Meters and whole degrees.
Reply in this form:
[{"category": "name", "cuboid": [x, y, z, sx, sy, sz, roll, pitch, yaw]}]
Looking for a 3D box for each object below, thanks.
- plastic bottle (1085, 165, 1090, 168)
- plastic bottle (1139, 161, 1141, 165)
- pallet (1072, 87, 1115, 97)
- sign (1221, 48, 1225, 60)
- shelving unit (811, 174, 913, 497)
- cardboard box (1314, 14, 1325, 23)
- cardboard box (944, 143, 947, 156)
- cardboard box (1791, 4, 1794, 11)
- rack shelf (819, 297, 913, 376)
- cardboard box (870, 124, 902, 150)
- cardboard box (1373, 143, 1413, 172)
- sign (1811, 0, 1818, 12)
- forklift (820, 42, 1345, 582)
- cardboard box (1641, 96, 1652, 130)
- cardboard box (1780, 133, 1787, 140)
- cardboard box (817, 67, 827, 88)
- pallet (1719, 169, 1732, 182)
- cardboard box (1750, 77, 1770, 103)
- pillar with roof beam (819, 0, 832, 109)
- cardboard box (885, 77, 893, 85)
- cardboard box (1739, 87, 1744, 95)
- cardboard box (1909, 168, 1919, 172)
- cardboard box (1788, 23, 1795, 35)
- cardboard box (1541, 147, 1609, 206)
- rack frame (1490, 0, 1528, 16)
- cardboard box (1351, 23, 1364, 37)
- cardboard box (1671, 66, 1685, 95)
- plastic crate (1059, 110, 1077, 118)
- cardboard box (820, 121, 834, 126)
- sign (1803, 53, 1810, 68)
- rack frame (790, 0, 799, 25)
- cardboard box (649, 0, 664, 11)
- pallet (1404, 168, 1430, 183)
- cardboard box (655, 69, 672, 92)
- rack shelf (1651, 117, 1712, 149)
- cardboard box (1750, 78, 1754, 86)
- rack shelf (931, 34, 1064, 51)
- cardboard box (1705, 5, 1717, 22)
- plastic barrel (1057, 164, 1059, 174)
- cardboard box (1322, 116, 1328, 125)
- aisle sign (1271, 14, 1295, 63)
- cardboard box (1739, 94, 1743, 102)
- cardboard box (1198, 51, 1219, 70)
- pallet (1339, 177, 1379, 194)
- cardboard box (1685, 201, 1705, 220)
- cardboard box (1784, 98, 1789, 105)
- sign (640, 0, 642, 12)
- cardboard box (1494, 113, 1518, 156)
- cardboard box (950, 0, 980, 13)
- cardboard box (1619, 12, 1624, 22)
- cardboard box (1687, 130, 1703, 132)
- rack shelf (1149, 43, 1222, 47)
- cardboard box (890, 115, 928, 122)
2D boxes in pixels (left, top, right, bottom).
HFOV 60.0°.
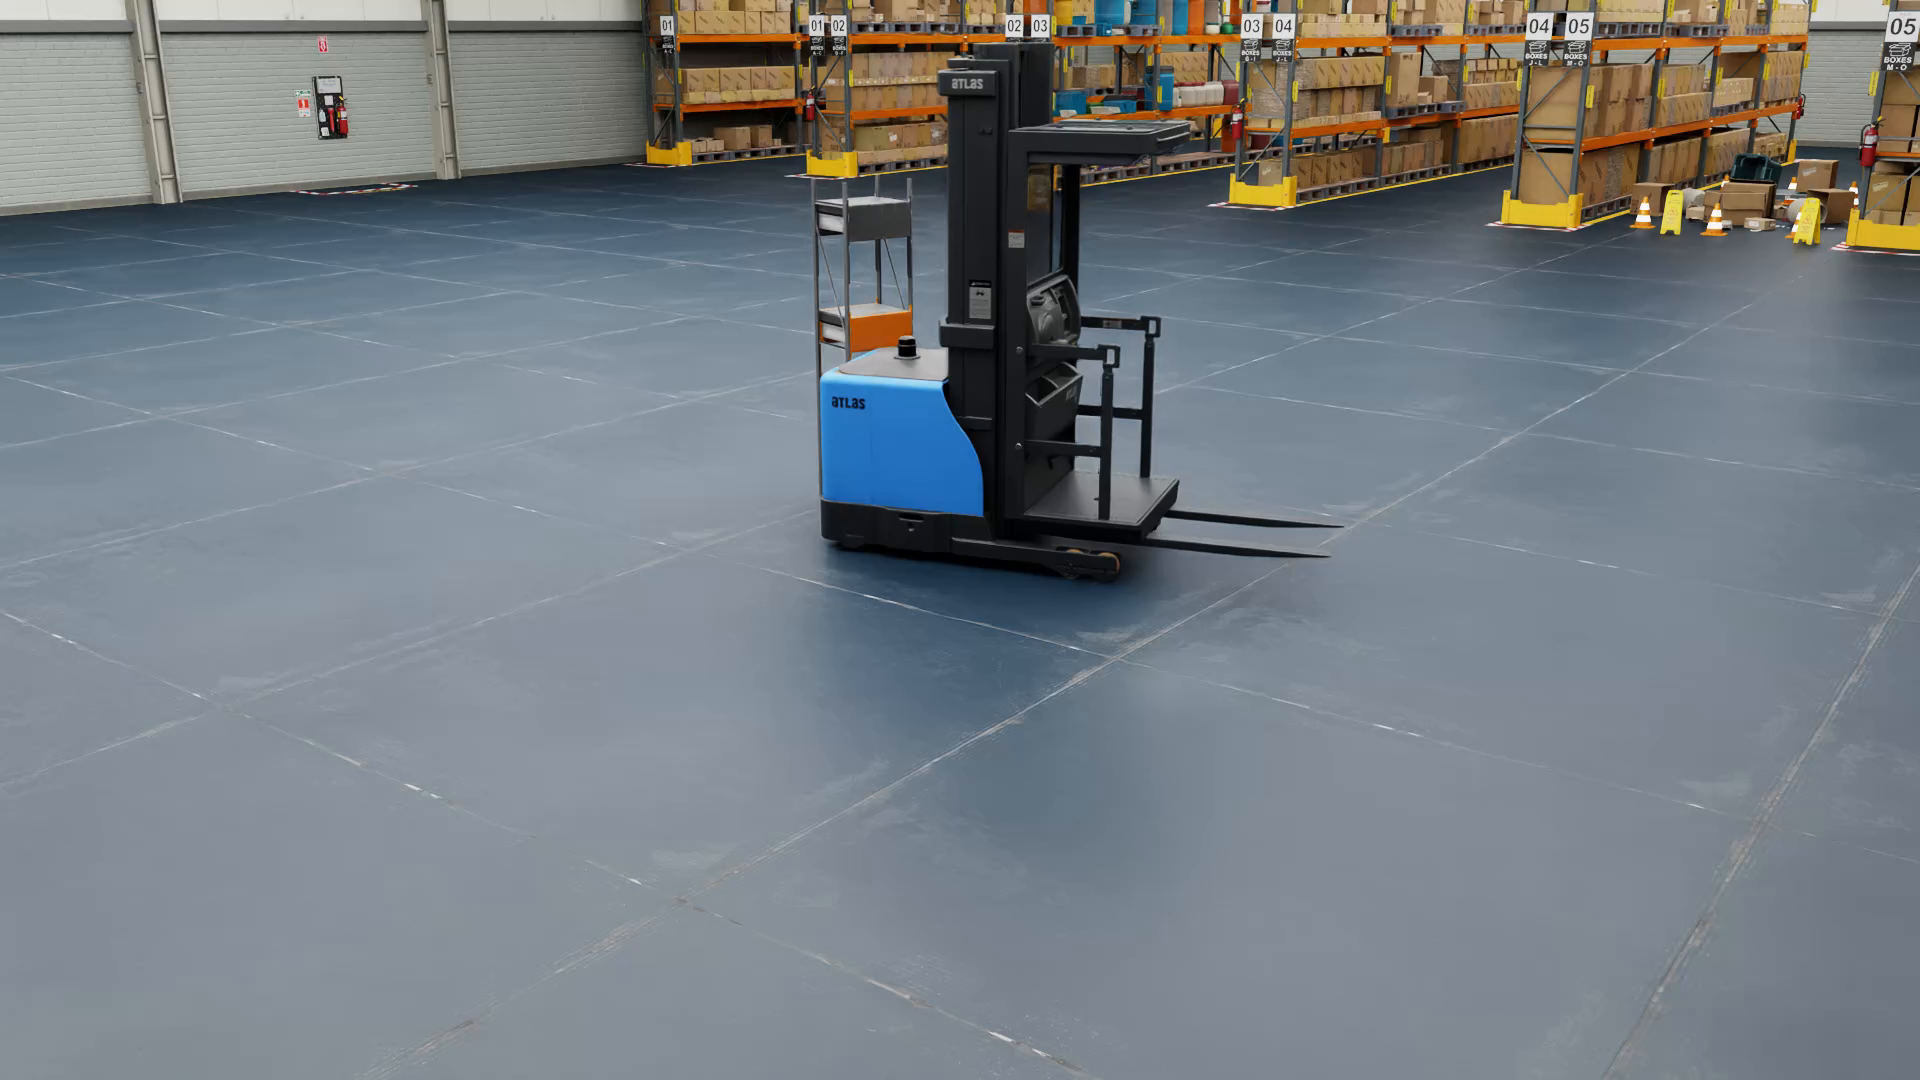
[{"category": "plastic bottle", "cuboid": [2.643, -7.796, 34.140, 0.152, 0.276, 0.135, 12, 21, 35]}, {"category": "plastic bottle", "cuboid": [3.723, -7.904, 34.615, 0.097, 0.201, 0.097, 0, 17, 0]}, {"category": "pallet", "cuboid": [3.252, -11.373, 42.132, 1.003, 0.211, 1.213, 12, 21, 35]}, {"category": "sign", "cuboid": [7.297, -13.507, 46.196, 0.100, 0.325, 0.005, 12, 21, 35]}, {"category": "shelving unit", "cuboid": [-0.625, -1.291, 10.860, 0.503, 2.100, 0.431, -12, 21, -35]}, {"category": "cardboard box", "cuboid": [6.137, -9.099, 29.008, 0.380, 0.149, 0.250, 13, 22, 37]}, {"category": "cardboard box", "cuboid": [-0.387, -8.786, 37.407, 0.500, 0.250, 0.500, 12, 21, 35]}, {"category": "cardboard box", "cuboid": [17.844, -11.550, 36.060, 0.380, 0.149, 0.250, 12, 21, 33]}, {"category": "rack shelf", "cuboid": [-0.625, -1.278, 10.864, 0.480, 0.518, 0.431, -12, 21, -35]}, {"category": "cardboard box", "cuboid": [-1.588, -8.670, 35.768, 0.500, 0.500, 0.500, 12, 21, 35]}, {"category": "cardboard box", "cuboid": [8.683, -7.699, 33.451, 0.700, 0.500, 0.500, 10, 20, 30]}, {"category": "sign", "cuboid": [19.174, -12.007, 37.298, 0.100, 0.325, 0.005, 12, 21, 35]}, {"category": "forklift", "cuboid": [0.730, -1.338, 9.611, 3.031, 2.935, 1.130, 6, 18, 19]}, {"category": "cardboard box", "cuboid": [11.380, -7.378, 28.690, 0.875, 0.550, 0.550, 12, 21, 35]}, {"category": "cardboard box", "cuboid": [18.628, -9.206, 37.928, 0.380, 0.149, 0.250, 13, 21, 35]}, {"category": "cardboard box", "cuboid": [-3.598, -11.427, 41.073, 0.700, 0.500, 0.500, 15, 23, 40]}, {"category": "pallet", "cuboid": [15.168, -7.492, 34.014, 1.003, 0.211, 1.213, 12, 21, 35]}, {"category": "cardboard box", "cuboid": [16.854, -9.565, 35.315, 0.500, 0.500, 0.500, 12, 21, 34]}, {"category": "pillar with roof beam", "cuboid": [0.104, -13.823, 39.581, 9.100, 9.000, 0.400, 12, 21, 35]}, {"category": "cardboard box", "cuboid": [-1.649, -9.754, 35.334, 0.380, 0.149, 0.250, 12, 21, 33]}, {"category": "cardboard box", "cuboid": [15.813, -9.207, 34.048, 0.380, 0.149, 0.250, 12, 21, 33]}, {"category": "cardboard box", "cuboid": [14.125, -5.319, 24.977, 0.500, 0.500, 0.500, 12, 21, 33]}, {"category": "cardboard box", "cuboid": [17.776, -11.091, 36.097, 0.500, 0.250, 0.500, 14, 22, 37]}, {"category": "cardboard box", "cuboid": [10.081, -6.012, 27.421, 0.875, 0.875, 0.875, 12, 21, 34]}, {"category": "rack frame", "cuboid": [12.434, -13.067, 37.148, 1.000, 3.000, 0.127, 12, 21, 35]}, {"category": "cardboard box", "cuboid": [6.986, -9.258, 30.193, 0.500, 0.250, 0.500, 12, 21, 34]}, {"category": "cardboard box", "cuboid": [12.790, -8.404, 30.393, 0.700, 0.500, 0.500, 12, 21, 34]}, {"category": "plastic crate", "cuboid": [2.098, -8.249, 32.195, 0.298, 0.136, 0.250, 12, 21, 35]}, {"category": "cardboard box", "cuboid": [-3.574, -10.249, 41.662, 0.700, 0.500, 0.500, 12, 21, 34]}, {"category": "sign", "cuboid": [19.174, -10.855, 37.656, 0.100, 0.325, 0.005, 12, 21, 35]}, {"category": "rack frame", "cuboid": [-4.267, -13.787, 39.468, 1.000, 3.000, 0.127, 12, 21, 35]}, {"category": "cardboard box", "cuboid": [-6.603, -12.086, 37.158, 0.500, 0.500, 0.500, 14, 22, 37]}, {"category": "pallet", "cuboid": [8.856, -7.442, 33.853, 1.003, 0.211, 1.213, 12, 21, 35]}, {"category": "cardboard box", "cuboid": [-6.540, -10.415, 37.680, 0.500, 0.500, 0.500, 12, 21, 34]}, {"category": "rack shelf", "cuboid": [12.782, -7.529, 30.643, 1.077, 0.370, 4.000, 12, 21, 35]}, {"category": "cardboard box", "cuboid": [16.275, -9.536, 34.606, 0.380, 0.149, 0.250, 14, 22, 37]}, {"category": "rack shelf", "cuboid": [0.905, -11.613, 38.738, 1.077, 0.370, 4.000, 12, 21, 35]}, {"category": "cardboard box", "cuboid": [13.592, -9.685, 30.589, 0.500, 0.311, 0.500, 12, 21, 35]}, {"category": "plastic barrel", "cuboid": [1.935, -7.521, 32.892, 0.421, 0.512, 0.421, 0, 17, 0]}, {"category": "cardboard box", "cuboid": [6.384, -7.548, 29.917, 0.380, 0.149, 0.250, 12, 21, 35]}, {"category": "aisle sign", "cuboid": [5.488, -8.517, 28.230, 0.394, 0.787, 0.004, 12, 21, 35]}, {"category": "cardboard box", "cuboid": [15.825, -9.072, 34.114, 0.380, 0.149, 0.250, 11, 20, 32]}, {"category": "cardboard box", "cuboid": [6.819, -13.277, 46.085, 0.500, 0.500, 0.500, 12, 21, 34]}, {"category": "pallet", "cuboid": [7.295, -6.799, 31.780, 1.003, 0.211, 1.213, 12, 21, 35]}, {"category": "cardboard box", "cuboid": [12.045, -5.355, 27.041, 0.258, 0.266, 0.396, -16, 23, -41]}, {"category": "cardboard box", "cuboid": [18.324, -9.827, 37.253, 0.380, 0.149, 0.250, 13, 22, 36]}, {"category": "sign", "cuboid": [-7.084, -11.928, 37.045, 0.100, 0.325, 0.005, 12, 21, 35]}, {"category": "cardboard box", "cuboid": [12.069, -9.232, 37.788, 1.225, 0.875, 0.875, 12, 21, 35]}, {"category": "cardboard box", "cuboid": [0.113, -12.107, 37.396, 0.500, 0.500, 0.500, 13, 21, 35]}, {"category": "cardboard box", "cuboid": [10.270, -8.270, 26.305, 0.380, 0.149, 0.250, 13, 21, 35]}, {"category": "cardboard box", "cuboid": [14.778, -8.163, 33.715, 0.500, 0.250, 0.500, 13, 21, 36]}, {"category": "rack shelf", "cuboid": [5.672, -13.519, 44.873, 1.077, 0.370, 4.000, 12, 21, 35]}, {"category": "cardboard box", "cuboid": [-1.340, -11.201, 44.172, 0.750, 0.750, 0.750, 12, 21, 34]}]
